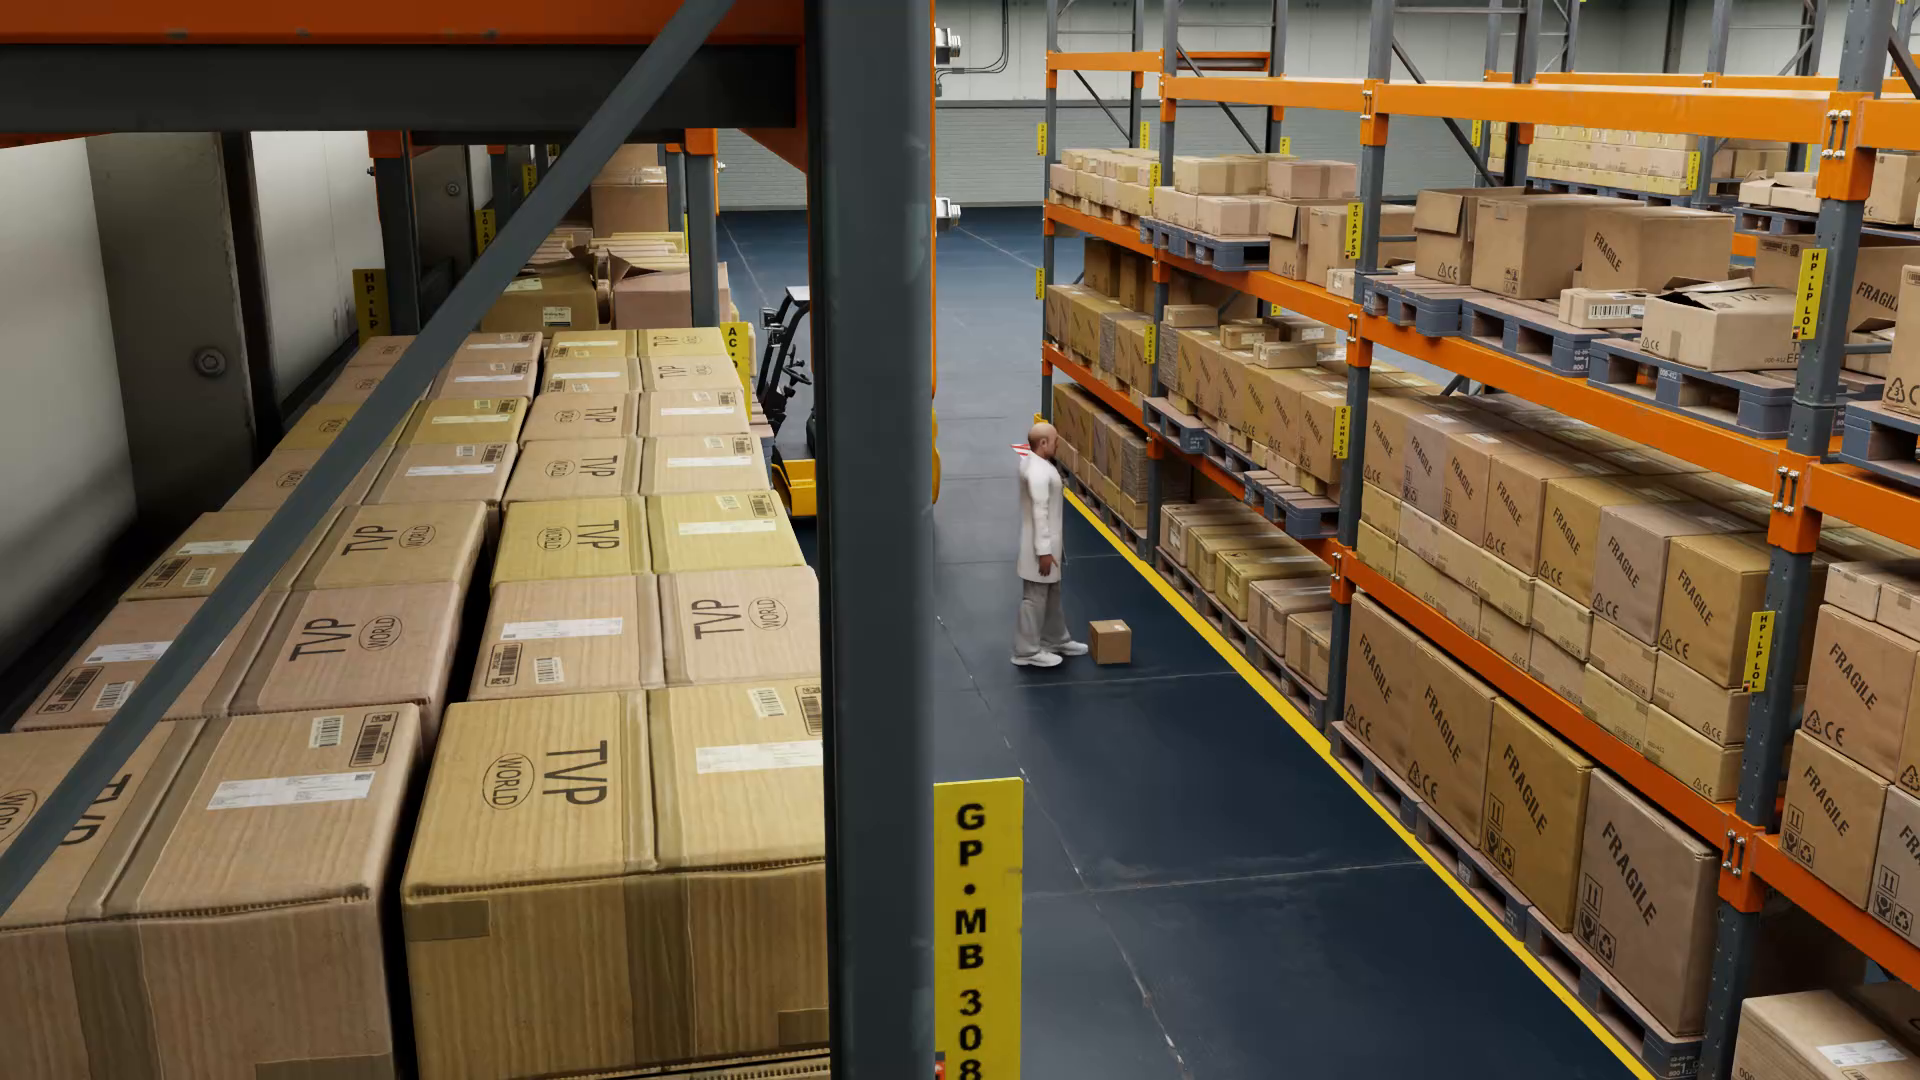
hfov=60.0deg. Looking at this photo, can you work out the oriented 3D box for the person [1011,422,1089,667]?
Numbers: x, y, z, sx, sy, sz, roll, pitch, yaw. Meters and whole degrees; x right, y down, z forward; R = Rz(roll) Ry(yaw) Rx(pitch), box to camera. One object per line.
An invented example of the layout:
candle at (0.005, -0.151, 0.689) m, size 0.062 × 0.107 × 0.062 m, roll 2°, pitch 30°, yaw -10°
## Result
person at (0.672, 0.037, 11.908) m, size 0.611 × 1.785 × 0.635 m, roll -1°, pitch 16°, yaw -3°
